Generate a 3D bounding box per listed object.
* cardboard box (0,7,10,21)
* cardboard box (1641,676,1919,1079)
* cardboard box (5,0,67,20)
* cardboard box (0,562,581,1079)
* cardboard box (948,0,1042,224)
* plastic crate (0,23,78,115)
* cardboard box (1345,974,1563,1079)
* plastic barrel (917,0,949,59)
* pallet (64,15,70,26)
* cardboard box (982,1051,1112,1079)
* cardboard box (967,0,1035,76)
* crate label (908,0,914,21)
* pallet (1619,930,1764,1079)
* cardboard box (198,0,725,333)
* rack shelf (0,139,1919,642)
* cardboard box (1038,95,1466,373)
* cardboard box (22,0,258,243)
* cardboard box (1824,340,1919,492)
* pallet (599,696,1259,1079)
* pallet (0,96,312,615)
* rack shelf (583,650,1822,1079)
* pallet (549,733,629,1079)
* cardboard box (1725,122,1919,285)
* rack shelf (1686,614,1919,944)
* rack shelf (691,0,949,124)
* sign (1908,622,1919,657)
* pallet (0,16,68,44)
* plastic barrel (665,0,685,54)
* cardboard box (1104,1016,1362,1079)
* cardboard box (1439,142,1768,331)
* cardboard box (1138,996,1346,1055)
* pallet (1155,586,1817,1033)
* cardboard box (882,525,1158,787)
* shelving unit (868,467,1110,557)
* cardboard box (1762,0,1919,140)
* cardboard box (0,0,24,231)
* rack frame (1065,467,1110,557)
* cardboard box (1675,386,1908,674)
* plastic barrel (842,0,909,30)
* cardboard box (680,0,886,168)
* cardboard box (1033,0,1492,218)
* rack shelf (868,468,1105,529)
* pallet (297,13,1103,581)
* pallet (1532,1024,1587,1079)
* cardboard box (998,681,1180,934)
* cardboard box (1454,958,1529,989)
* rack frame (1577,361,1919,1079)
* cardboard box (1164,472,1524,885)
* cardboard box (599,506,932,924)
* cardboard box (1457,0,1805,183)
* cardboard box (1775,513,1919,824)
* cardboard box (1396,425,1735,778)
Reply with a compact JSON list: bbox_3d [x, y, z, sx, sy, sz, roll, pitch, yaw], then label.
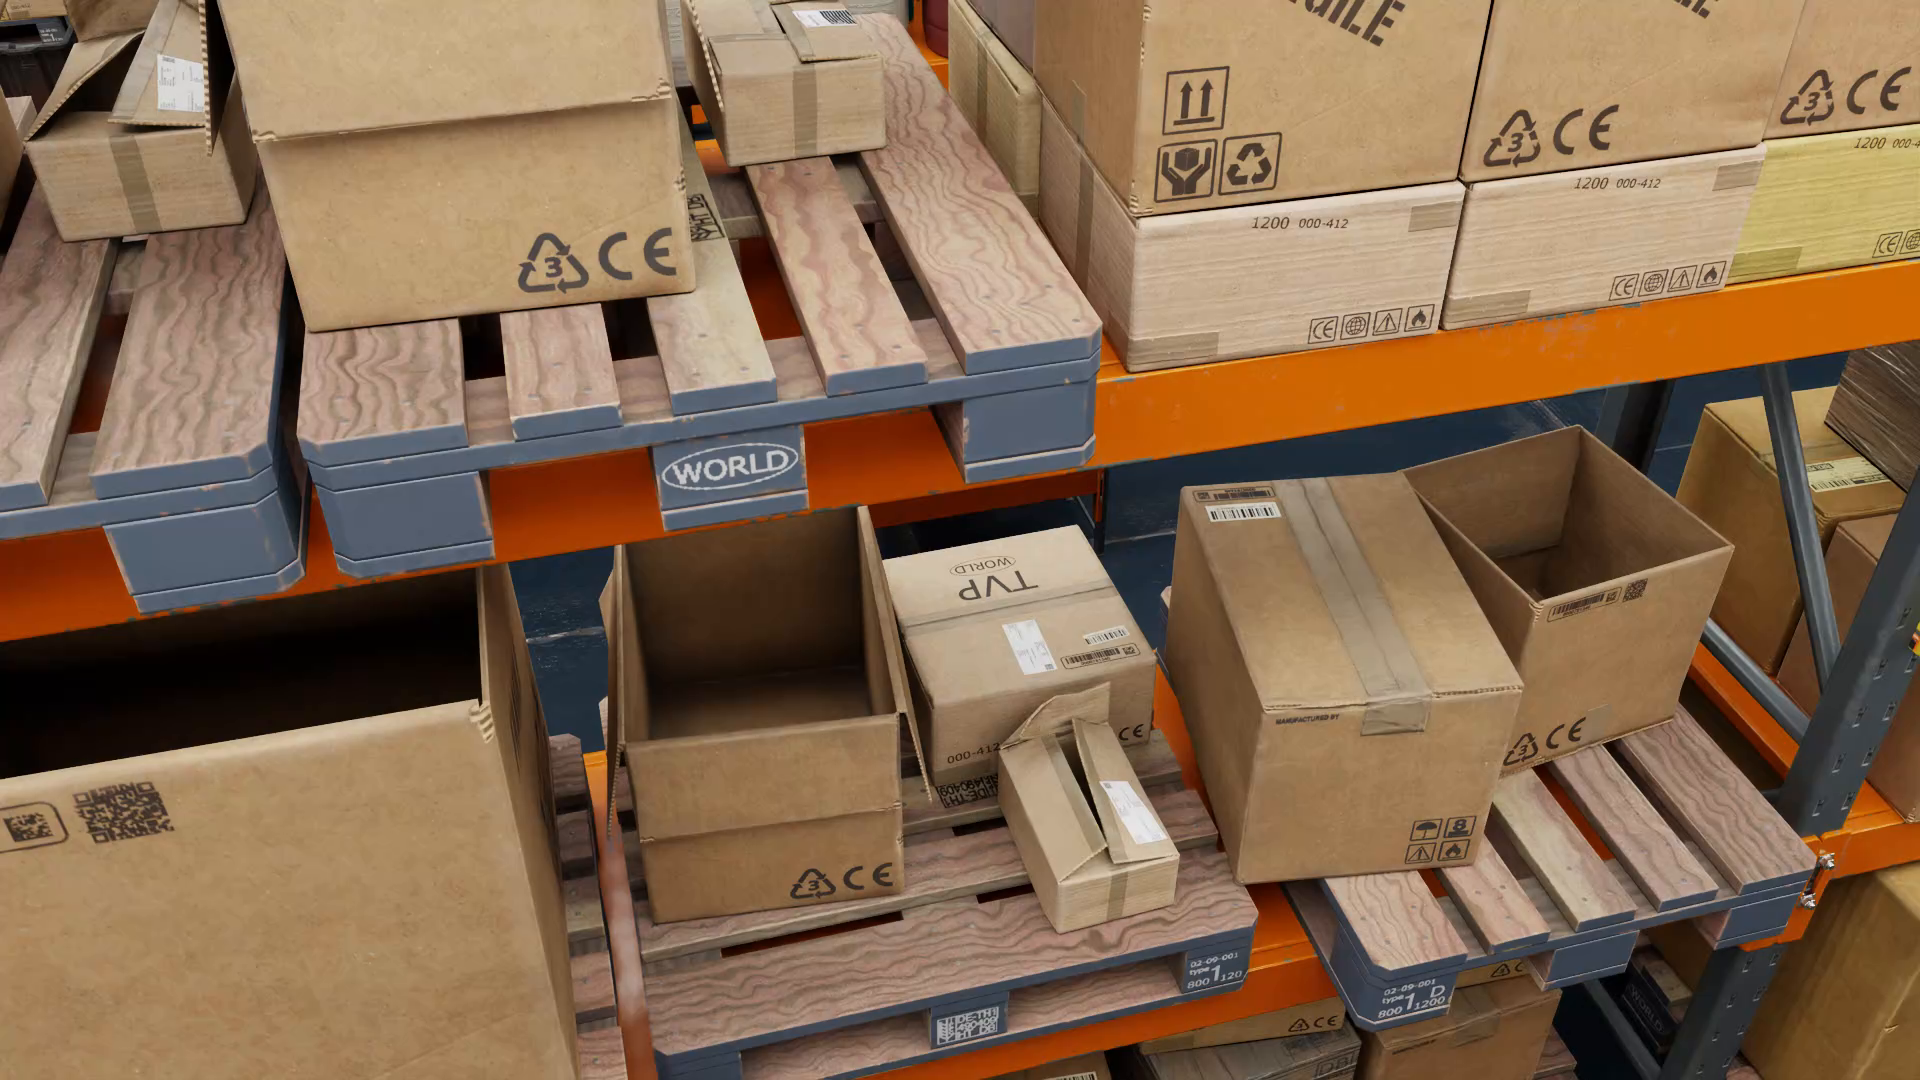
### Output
[{"bbox_3d":[-6.489,-3.586,10.886,0.500,0.250,0.500,-9,38,-12],"label":"cardboard box"},{"bbox_3d":[2.460,0.804,4.633,0.875,0.875,1.225,-11,39,-14],"label":"cardboard box"},{"bbox_3d":[-6.007,-3.666,10.991,0.500,0.250,0.500,-9,38,-12],"label":"cardboard box"},{"bbox_3d":[-1.269,0.409,2.908,1.000,1.000,1.000,-9,38,-12],"label":"cardboard box"},{"bbox_3d":[0.279,-0.815,3.001,0.500,0.250,0.500,-9,38,-11],"label":"cardboard box"},{"bbox_3d":[-3.903,-2.015,6.966,0.504,0.338,0.767,-9,38,-12],"label":"plastic crate"},{"bbox_3d":[1.147,1.160,4.460,0.500,0.500,0.700,-11,39,-14],"label":"cardboard box"},{"bbox_3d":[0.129,-2.484,7.417,0.708,0.536,0.600,-9,38,-12],"label":"plastic barrel"},{"bbox_3d":[-5.431,-3.745,11.472,1.213,0.211,1.003,-9,38,-12],"label":"pallet"},{"bbox_3d":[0.070,1.349,4.213,0.500,0.500,0.700,-6,38,-8],"label":"cardboard box"},{"bbox_3d":[0.294,-1.120,2.783,0.500,0.500,0.500,-10,39,-13],"label":"cardboard box"},{"bbox_3d":[-0.532,-2.697,7.777,0.616,0.435,0.502,-9,38,-12],"label":"crate label"},{"bbox_3d":[2.570,1.251,4.941,1.213,0.211,1.003,-9,38,-12],"label":"pallet"},{"bbox_3d":[-0.684,-0.708,2.307,0.637,0.503,0.797,-8,38,-10],"label":"cardboard box"},{"bbox_3d":[-0.142,-0.365,2.882,4.000,0.370,1.077,-9,38,-12],"label":"rack shelf"},{"bbox_3d":[0.433,-0.524,2.621,0.500,0.250,0.500,-8,38,-11],"label":"cardboard box"},{"bbox_3d":[-1.191,-0.655,2.434,0.258,0.266,0.396,-8,38,-10],"label":"cardboard box"},{"bbox_3d":[2.499,-0.321,3.792,0.637,0.503,0.797,-8,38,-10],"label":"cardboard box"},{"bbox_3d":[-0.112,0.638,3.606,1.213,0.211,1.003,-9,38,-12],"label":"pallet"},{"bbox_3d":[-1.449,-0.295,2.352,1.003,0.211,1.213,-9,38,-12],"label":"pallet"},{"bbox_3d":[-0.142,0.826,3.793,4.000,0.370,1.077,-9,38,-12],"label":"rack shelf"},{"bbox_3d":[-1.297,0.898,3.265,1.213,0.211,1.003,-9,38,-12],"label":"pallet"},{"bbox_3d":[1.394,-0.689,2.836,0.500,0.250,0.500,-9,38,-12],"label":"cardboard box"},{"bbox_3d":[3.720,0.193,4.621,4.000,0.370,1.077,-9,38,-12],"label":"rack shelf"},{"bbox_3d":[-1.433,-2.079,7.591,4.000,0.370,1.077,-9,38,-12],"label":"rack shelf"},{"bbox_3d":[1.939,0.112,3.247,0.005,0.325,0.100,-9,38,-12],"label":"sign"},{"bbox_3d":[-6.611,-3.549,11.216,1.213,0.211,1.003,-9,38,-12],"label":"pallet"},{"bbox_3d":[-1.257,-2.309,7.188,0.433,0.535,0.433,0,37,0],"label":"plastic barrel"},{"bbox_3d":[0.615,1.255,4.336,0.500,0.500,0.700,-12,39,-16],"label":"cardboard box"},{"bbox_3d":[0.918,-0.602,2.723,0.500,0.250,0.500,-9,38,-12],"label":"cardboard box"},{"bbox_3d":[0.640,0.958,4.107,0.500,0.250,0.500,-5,38,-7],"label":"cardboard box"},{"bbox_3d":[1.129,0.475,3.818,1.003,0.211,1.213,-9,38,-12],"label":"pallet"},{"bbox_3d":[0.111,0.247,3.736,0.500,0.250,0.500,-10,39,-13],"label":"cardboard box"},{"bbox_3d":[0.007,-0.448,6.410,1.048,1.125,0.538,-9,38,-12],"label":"shelving unit"},{"bbox_3d":[1.393,-0.984,2.604,0.500,0.500,0.500,-8,38,-11],"label":"cardboard box"},{"bbox_3d":[-1.593,-0.558,2.111,0.637,0.503,0.797,-11,39,-14],"label":"cardboard box"},{"bbox_3d":[0.497,-0.528,6.515,0.032,1.125,0.500,-9,38,-12],"label":"rack frame"},{"bbox_3d":[2.201,-0.039,4.250,0.500,0.500,0.500,-8,38,-11],"label":"cardboard box"},{"bbox_3d":[-0.440,-2.438,7.376,0.421,0.512,0.421,0,37,0],"label":"plastic barrel"},{"bbox_3d":[-0.289,-0.764,2.657,0.250,0.166,0.380,-10,39,-13],"label":"cardboard box"},{"bbox_3d":[0.419,-0.826,2.399,0.500,0.500,0.500,-9,38,-11],"label":"cardboard box"},{"bbox_3d":[0.007,-0.254,6.558,1.000,0.278,0.538,-9,38,-12],"label":"rack shelf"},{"bbox_3d":[-0.449,-0.461,2.569,1.003,0.211,1.213,-9,38,-12],"label":"pallet"},{"bbox_3d":[1.034,1.454,4.675,1.213,0.211,1.003,-9,38,-12],"label":"pallet"},{"bbox_3d":[0.249,0.533,3.349,0.258,0.266,0.396,-10,39,-13],"label":"cardboard box"},{"bbox_3d":[1.150,0.868,4.225,0.500,0.250,0.500,-8,38,-10],"label":"cardboard box"},{"bbox_3d":[1.789,0.224,3.989,0.127,3.000,1.000,-9,38,-12],"label":"rack frame"},{"bbox_3d":[0.765,0.273,3.496,0.500,0.500,0.700,-4,38,-5],"label":"cardboard box"},{"bbox_3d":[-0.423,0.321,3.431,0.637,0.503,0.797,-6,38,-7],"label":"cardboard box"},{"bbox_3d":[0.901,-0.896,2.490,0.500,0.500,0.500,-9,38,-12],"label":"cardboard box"},{"bbox_3d":[2.329,0.267,3.850,0.500,0.500,0.500,-8,38,-11],"label":"cardboard box"},{"bbox_3d":[1.278,0.126,3.688,0.500,0.500,0.500,-14,40,-18],"label":"cardboard box"}]
